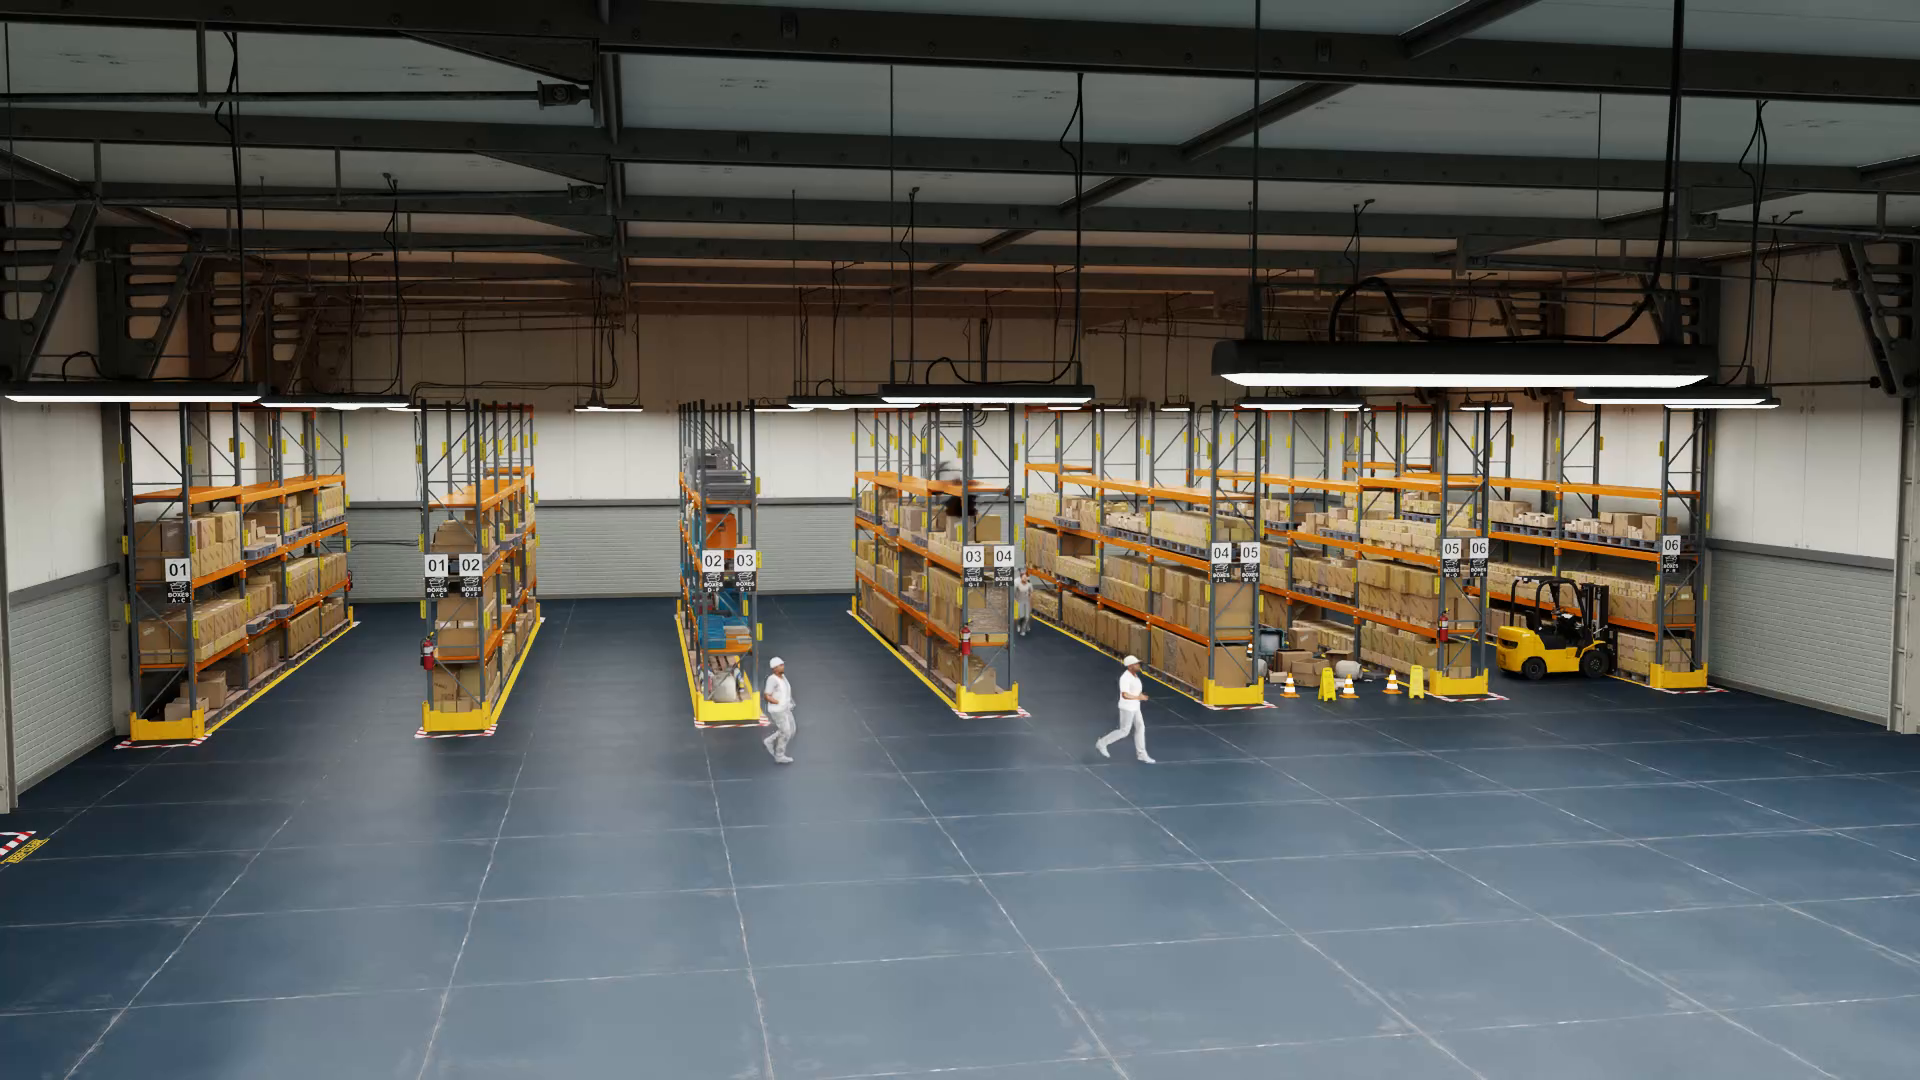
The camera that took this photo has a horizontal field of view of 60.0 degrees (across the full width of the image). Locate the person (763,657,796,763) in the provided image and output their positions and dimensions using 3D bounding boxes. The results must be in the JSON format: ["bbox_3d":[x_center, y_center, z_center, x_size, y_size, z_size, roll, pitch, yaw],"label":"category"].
[{"bbox_3d":[-2.979,2.793,27.342,0.621,1.733,0.679,1,4,14],"label":"person"}]

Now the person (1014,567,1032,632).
[{"bbox_3d":[1.669,1.566,43.938,0.632,1.755,0.737,-1,4,-16],"label":"person"}]

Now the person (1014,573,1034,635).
[{"bbox_3d":[1.653,1.668,42.978,0.565,1.620,0.545,-1,4,-11],"label":"person"}]

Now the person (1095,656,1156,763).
[{"bbox_3d":[2.746,2.777,27.356,0.975,1.771,0.710,2,5,20],"label":"person"}]
